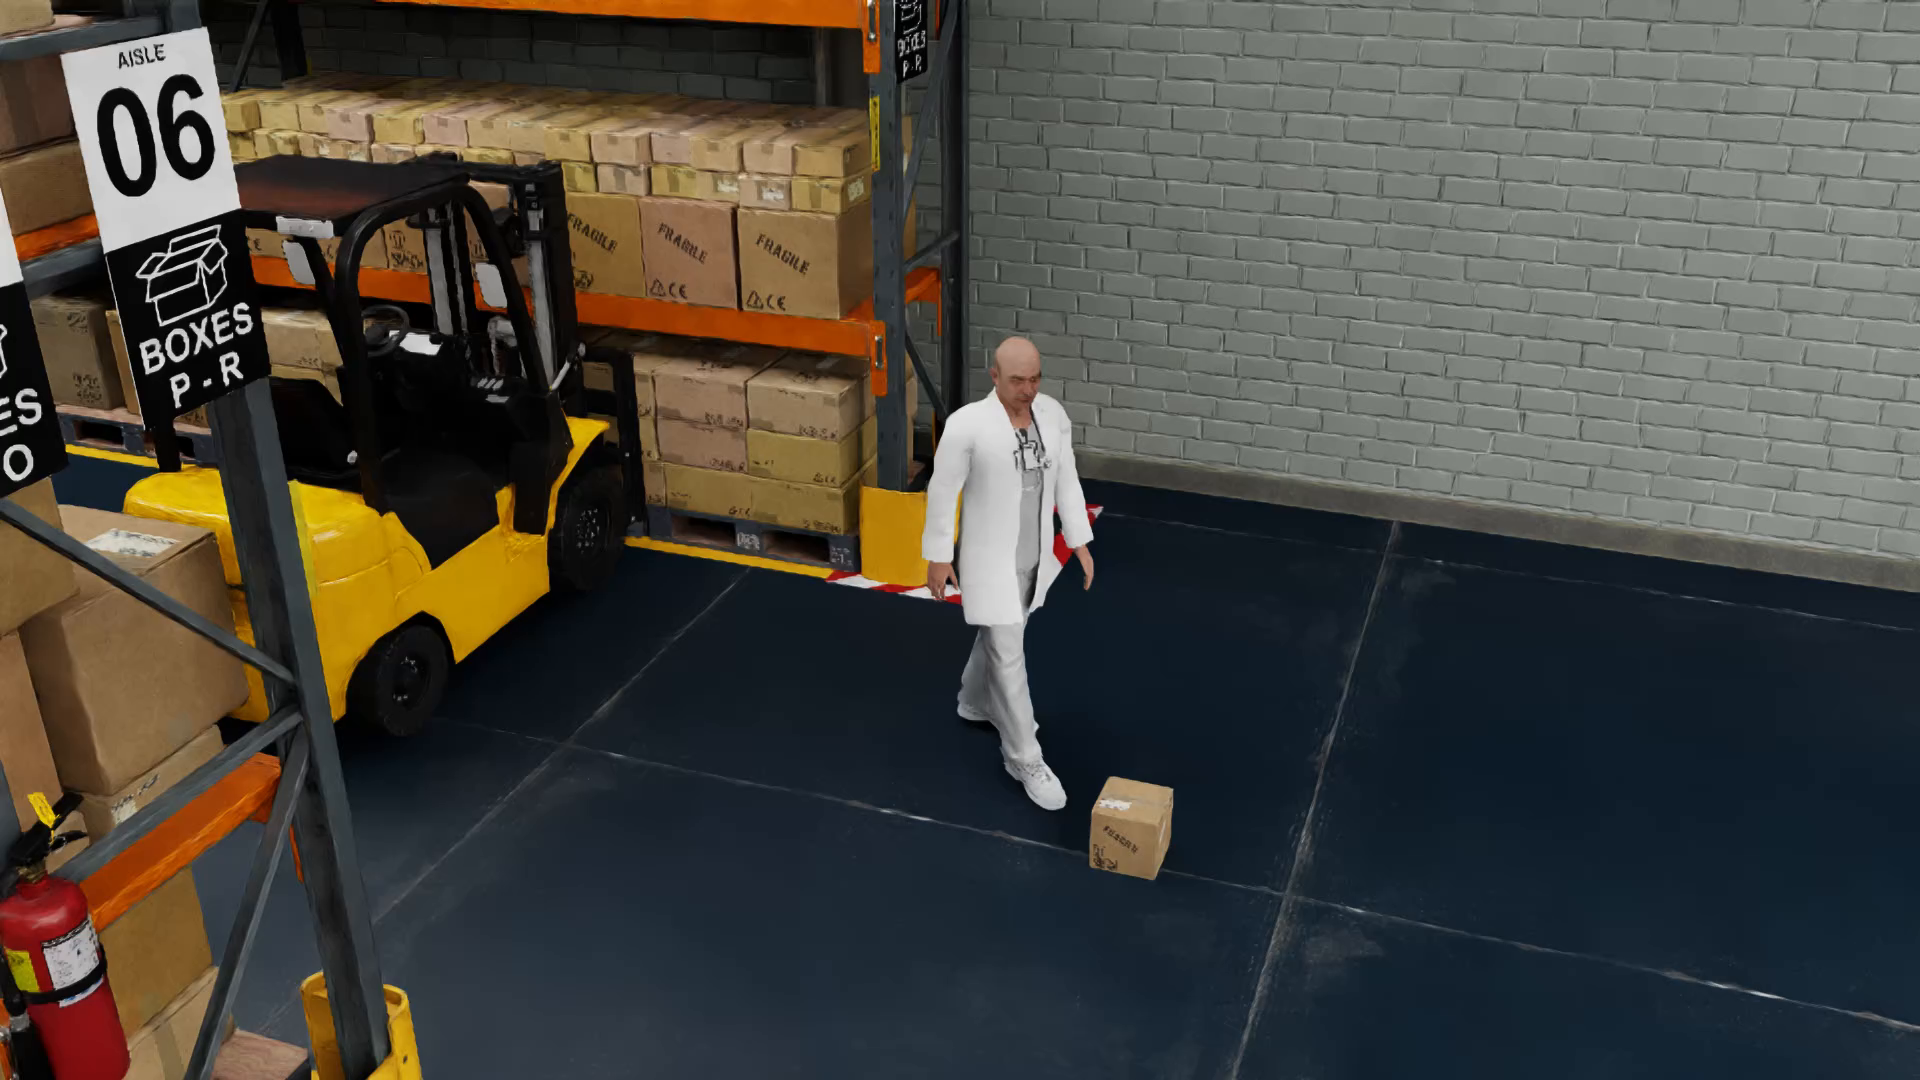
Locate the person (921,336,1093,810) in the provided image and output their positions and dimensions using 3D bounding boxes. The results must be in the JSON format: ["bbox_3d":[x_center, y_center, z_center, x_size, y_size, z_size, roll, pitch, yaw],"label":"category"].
[{"bbox_3d":[0.236,0.091,6.414,0.632,1.760,0.804,-20,32,-36],"label":"person"}]
